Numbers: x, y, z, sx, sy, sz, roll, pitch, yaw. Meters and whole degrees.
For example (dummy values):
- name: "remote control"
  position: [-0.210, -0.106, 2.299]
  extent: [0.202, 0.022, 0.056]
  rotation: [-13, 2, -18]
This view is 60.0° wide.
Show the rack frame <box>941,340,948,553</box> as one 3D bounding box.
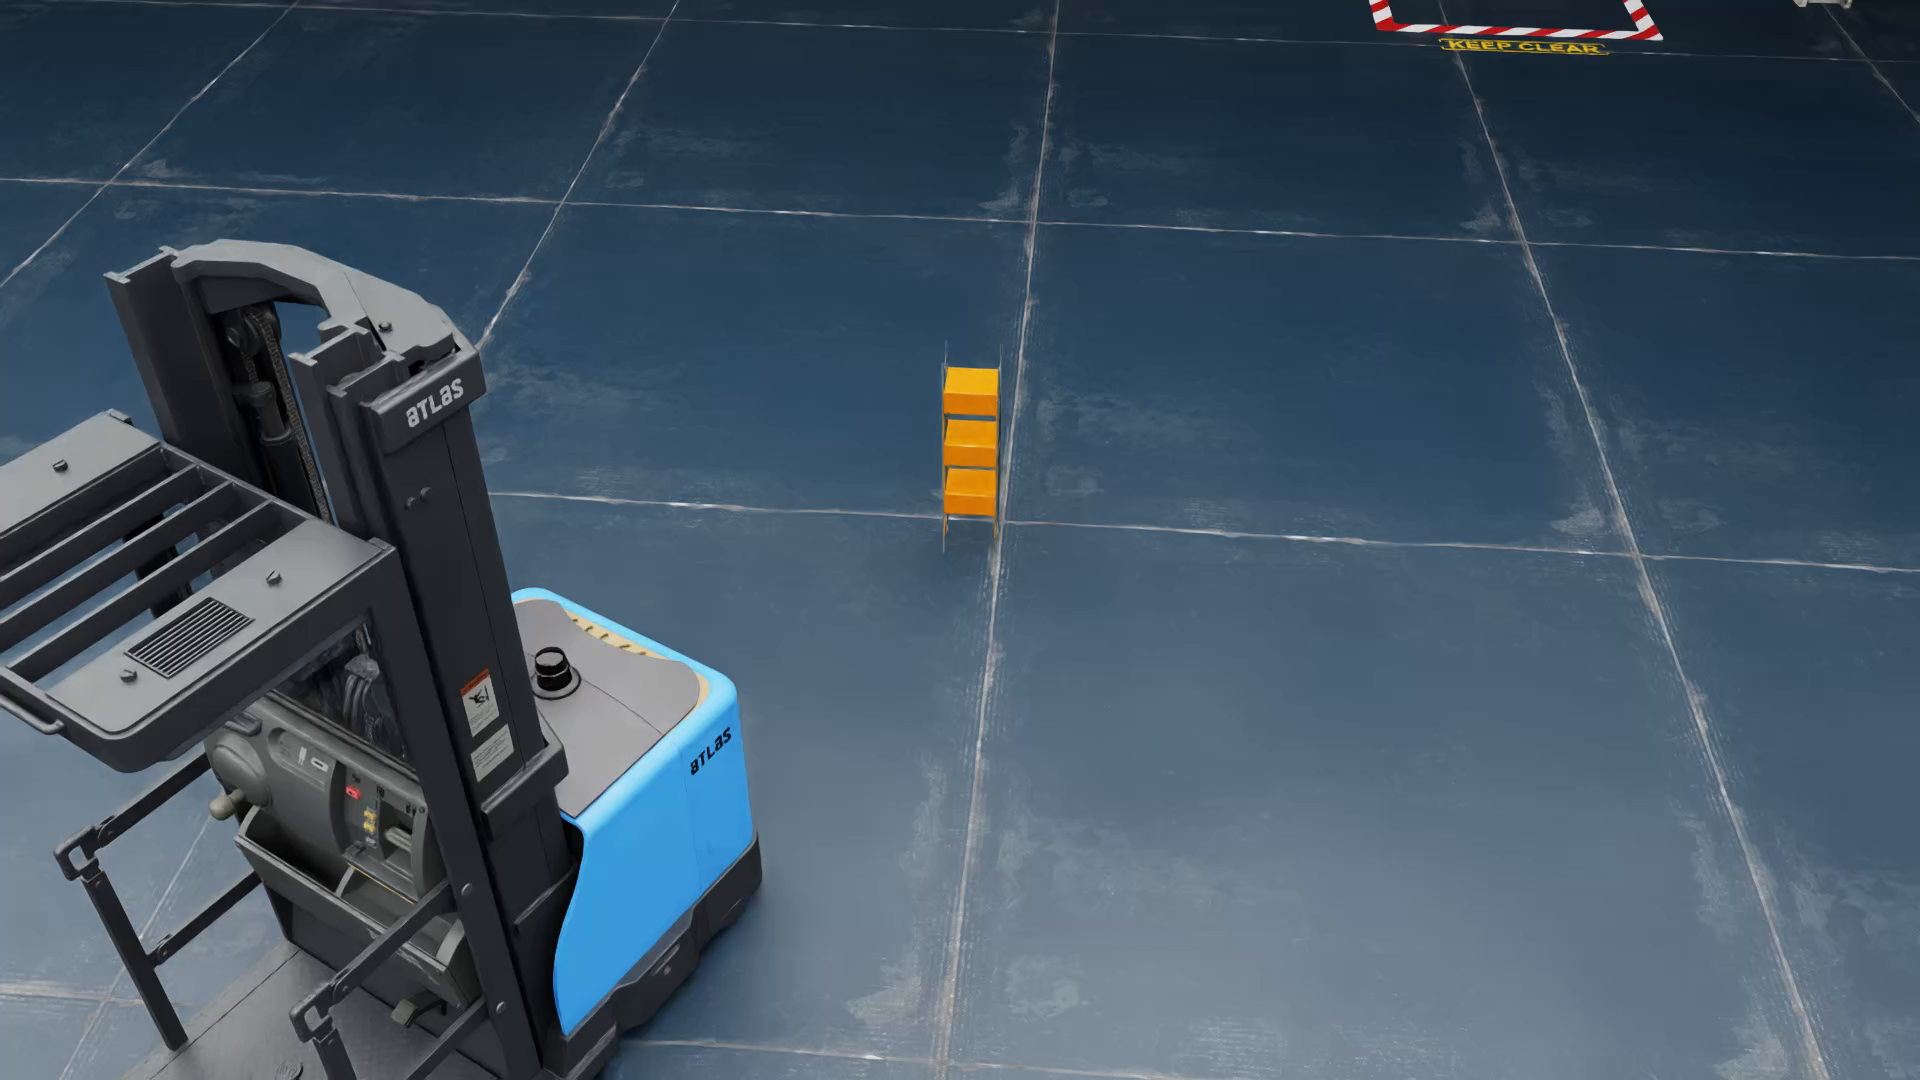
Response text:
- name: "rack frame"
  position: [-0.068, -0.411, 7.594]
  extent: [0.008, 1.050, 0.200]
  rotation: [3, 39, 4]

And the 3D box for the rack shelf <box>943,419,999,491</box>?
- name: "rack shelf"
  position: [0.053, -0.396, 7.592]
  extent: [0.240, 0.259, 0.215]
  rotation: [3, 39, 4]

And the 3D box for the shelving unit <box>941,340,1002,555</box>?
- name: "shelving unit"
  position: [0.053, -0.404, 7.585]
  extent: [0.252, 1.050, 0.215]
  rotation: [3, 39, 4]

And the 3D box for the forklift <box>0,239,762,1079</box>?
- name: "forklift"
  position: [-1.962, 0.792, 4.626]
  extent: [1.130, 2.935, 3.031]
  rotation: [22, 44, 25]

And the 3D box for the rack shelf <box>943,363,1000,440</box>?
- name: "rack shelf"
  position: [0.053, -0.616, 7.413]
  extent: [0.240, 0.259, 0.215]
  rotation: [3, 39, 4]

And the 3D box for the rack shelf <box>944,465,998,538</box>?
- name: "rack shelf"
  position: [0.053, -0.180, 7.768]
  extent: [0.240, 0.259, 0.215]
  rotation: [3, 39, 4]

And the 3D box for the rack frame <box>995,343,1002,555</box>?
- name: "rack frame"
  position: [0.175, -0.398, 7.577]
  extent: [0.008, 1.050, 0.200]
  rotation: [3, 39, 4]
